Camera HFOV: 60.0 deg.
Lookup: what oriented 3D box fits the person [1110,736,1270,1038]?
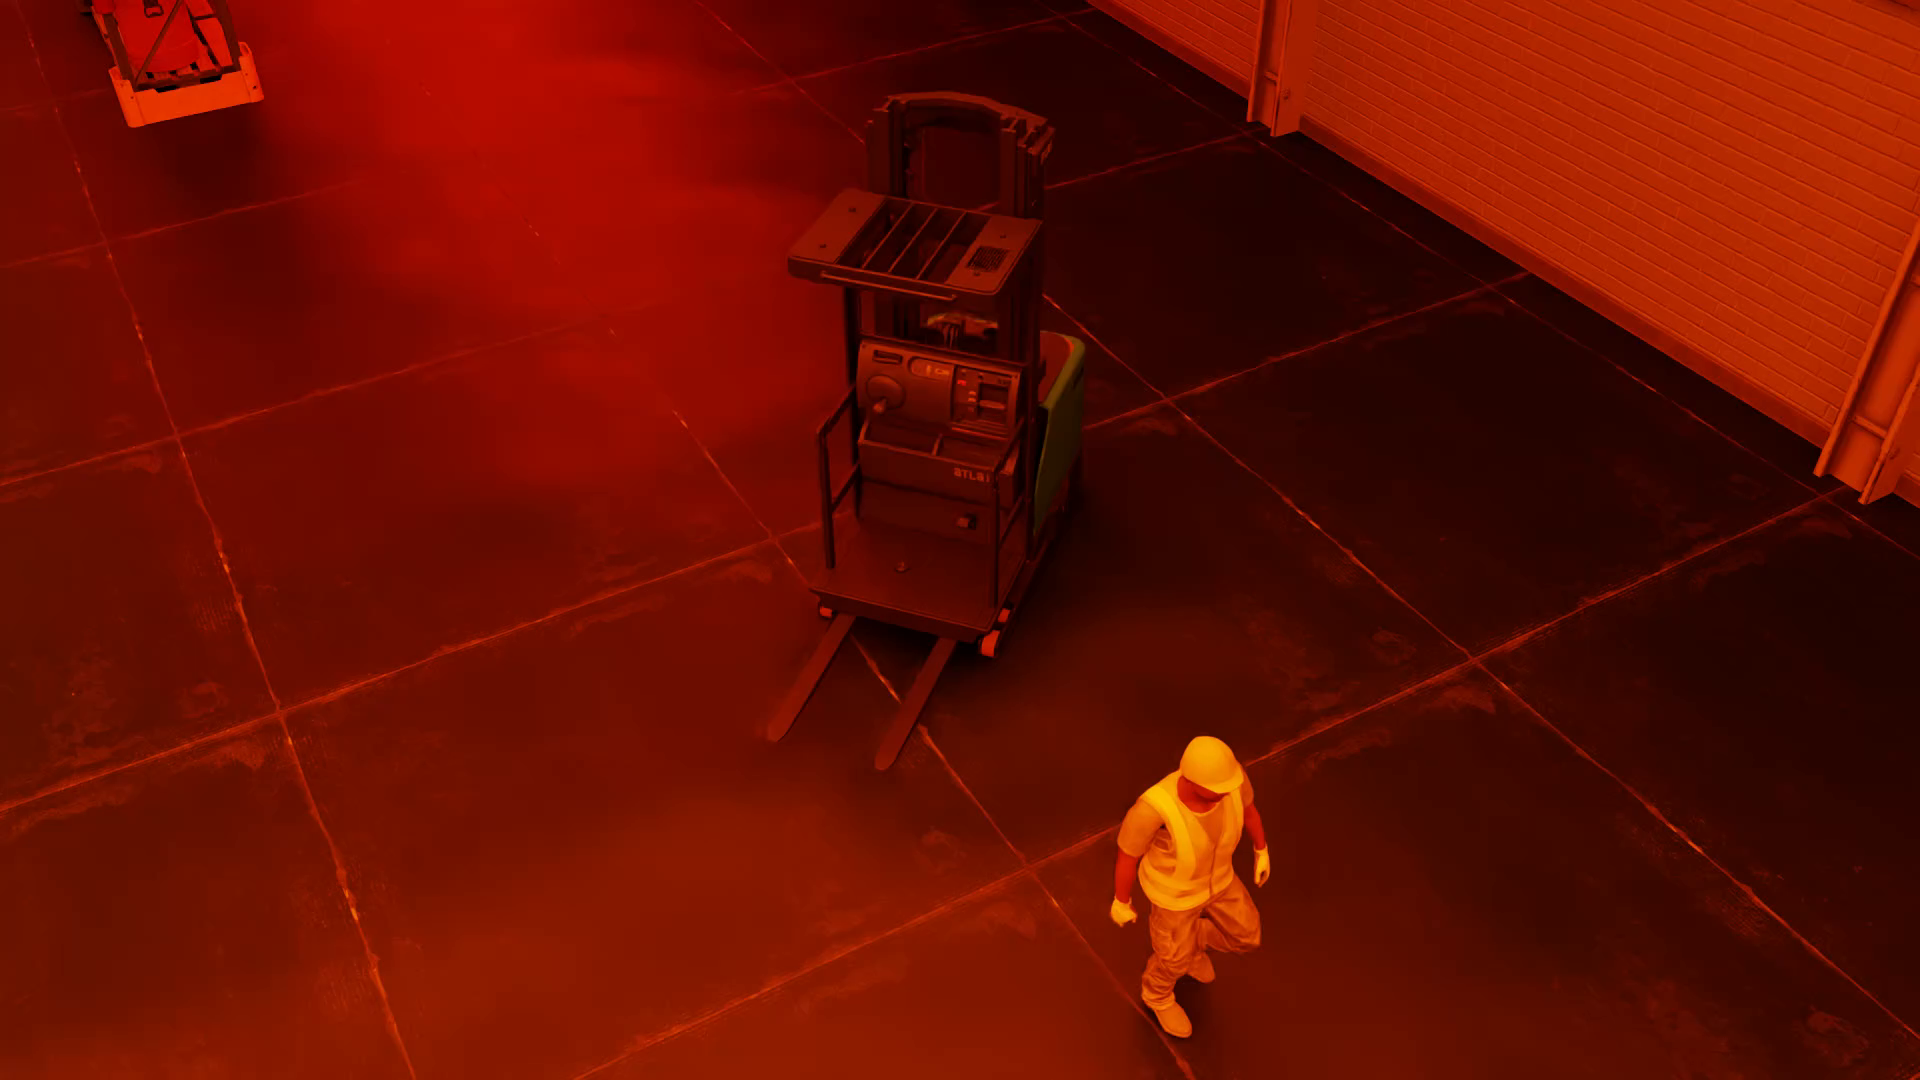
[{"bbox_3d":[1.025,1.488,7.157,0.731,1.764,0.467,-25,46,-27],"label":"person"}]

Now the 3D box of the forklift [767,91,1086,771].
[{"bbox_3d":[-0.192,-0.751,8.941,1.130,2.935,3.031,13,41,15],"label":"forklift"}]
